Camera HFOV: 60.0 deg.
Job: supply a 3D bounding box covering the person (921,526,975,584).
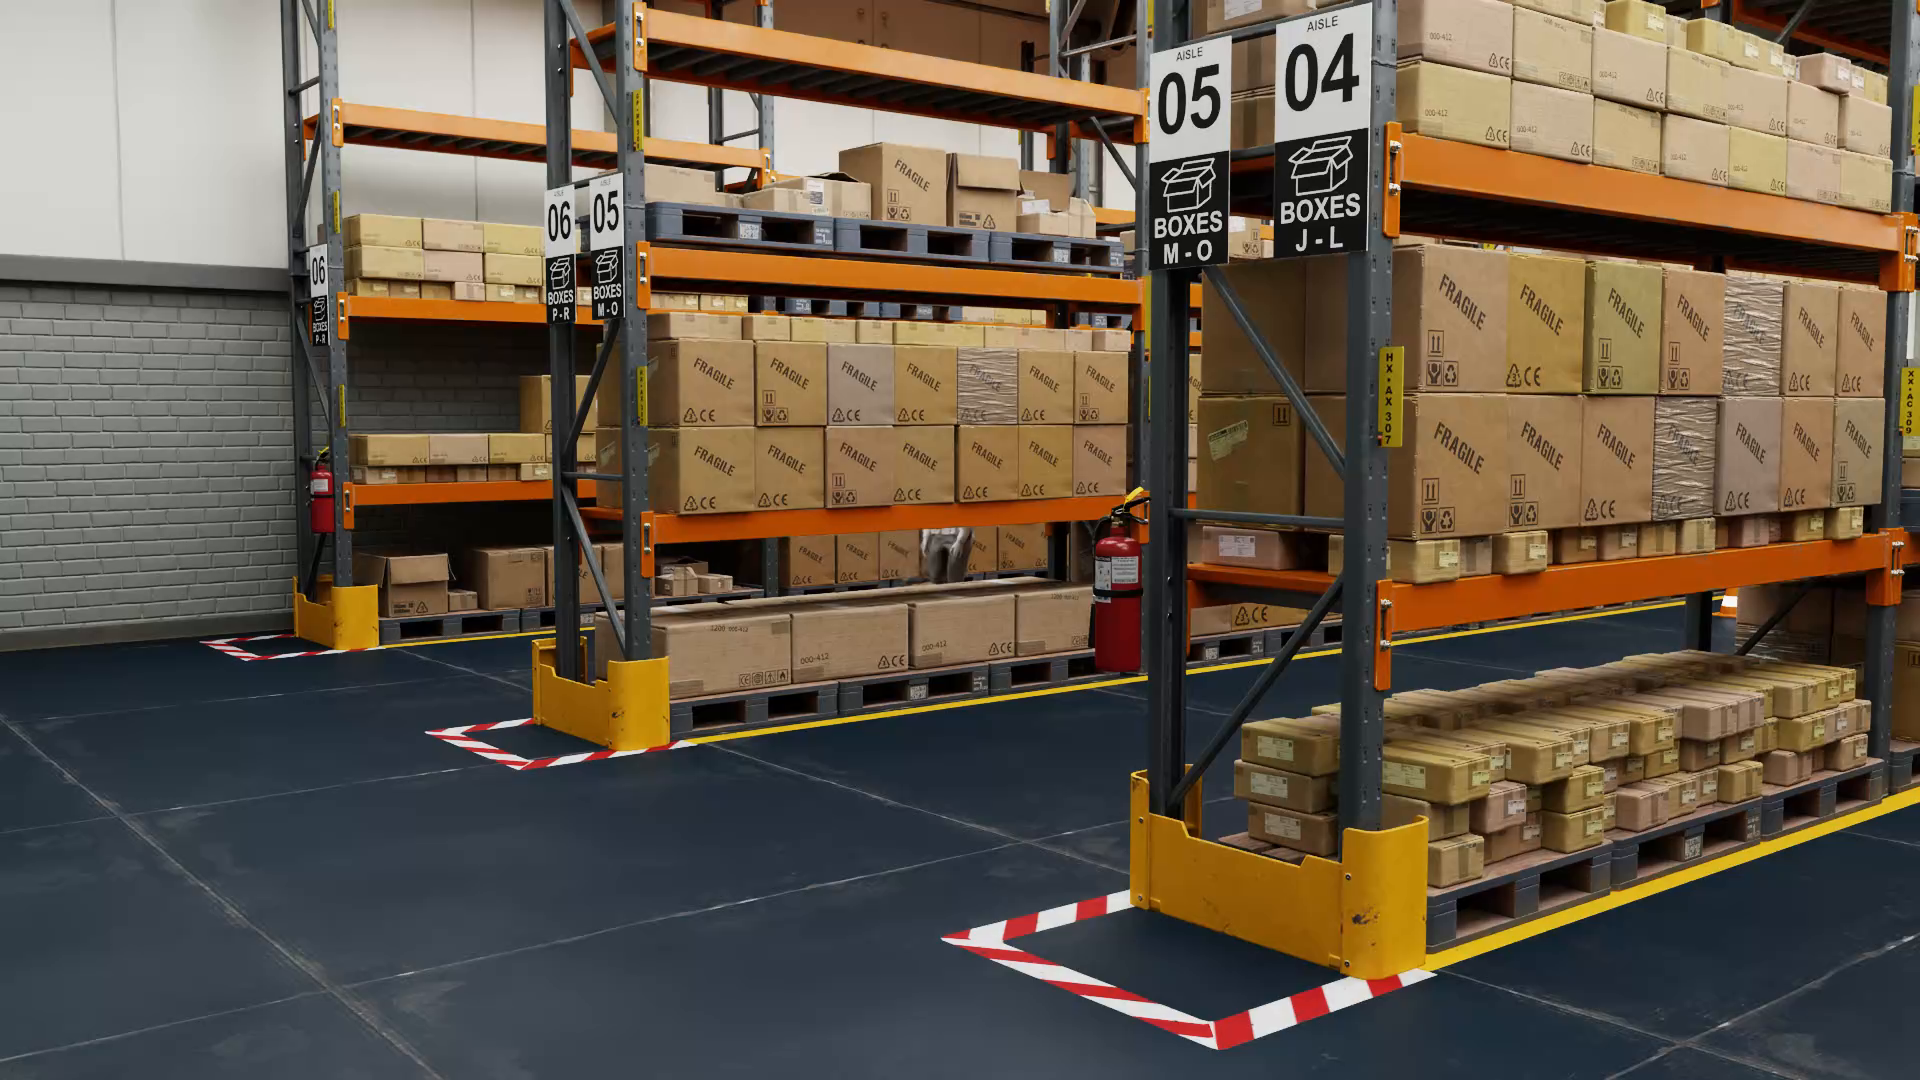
[{"bbox_3d":[-0.083,0.028,13.319,0.359,1.669,0.510,-4,6,-41],"label":"person"}]
